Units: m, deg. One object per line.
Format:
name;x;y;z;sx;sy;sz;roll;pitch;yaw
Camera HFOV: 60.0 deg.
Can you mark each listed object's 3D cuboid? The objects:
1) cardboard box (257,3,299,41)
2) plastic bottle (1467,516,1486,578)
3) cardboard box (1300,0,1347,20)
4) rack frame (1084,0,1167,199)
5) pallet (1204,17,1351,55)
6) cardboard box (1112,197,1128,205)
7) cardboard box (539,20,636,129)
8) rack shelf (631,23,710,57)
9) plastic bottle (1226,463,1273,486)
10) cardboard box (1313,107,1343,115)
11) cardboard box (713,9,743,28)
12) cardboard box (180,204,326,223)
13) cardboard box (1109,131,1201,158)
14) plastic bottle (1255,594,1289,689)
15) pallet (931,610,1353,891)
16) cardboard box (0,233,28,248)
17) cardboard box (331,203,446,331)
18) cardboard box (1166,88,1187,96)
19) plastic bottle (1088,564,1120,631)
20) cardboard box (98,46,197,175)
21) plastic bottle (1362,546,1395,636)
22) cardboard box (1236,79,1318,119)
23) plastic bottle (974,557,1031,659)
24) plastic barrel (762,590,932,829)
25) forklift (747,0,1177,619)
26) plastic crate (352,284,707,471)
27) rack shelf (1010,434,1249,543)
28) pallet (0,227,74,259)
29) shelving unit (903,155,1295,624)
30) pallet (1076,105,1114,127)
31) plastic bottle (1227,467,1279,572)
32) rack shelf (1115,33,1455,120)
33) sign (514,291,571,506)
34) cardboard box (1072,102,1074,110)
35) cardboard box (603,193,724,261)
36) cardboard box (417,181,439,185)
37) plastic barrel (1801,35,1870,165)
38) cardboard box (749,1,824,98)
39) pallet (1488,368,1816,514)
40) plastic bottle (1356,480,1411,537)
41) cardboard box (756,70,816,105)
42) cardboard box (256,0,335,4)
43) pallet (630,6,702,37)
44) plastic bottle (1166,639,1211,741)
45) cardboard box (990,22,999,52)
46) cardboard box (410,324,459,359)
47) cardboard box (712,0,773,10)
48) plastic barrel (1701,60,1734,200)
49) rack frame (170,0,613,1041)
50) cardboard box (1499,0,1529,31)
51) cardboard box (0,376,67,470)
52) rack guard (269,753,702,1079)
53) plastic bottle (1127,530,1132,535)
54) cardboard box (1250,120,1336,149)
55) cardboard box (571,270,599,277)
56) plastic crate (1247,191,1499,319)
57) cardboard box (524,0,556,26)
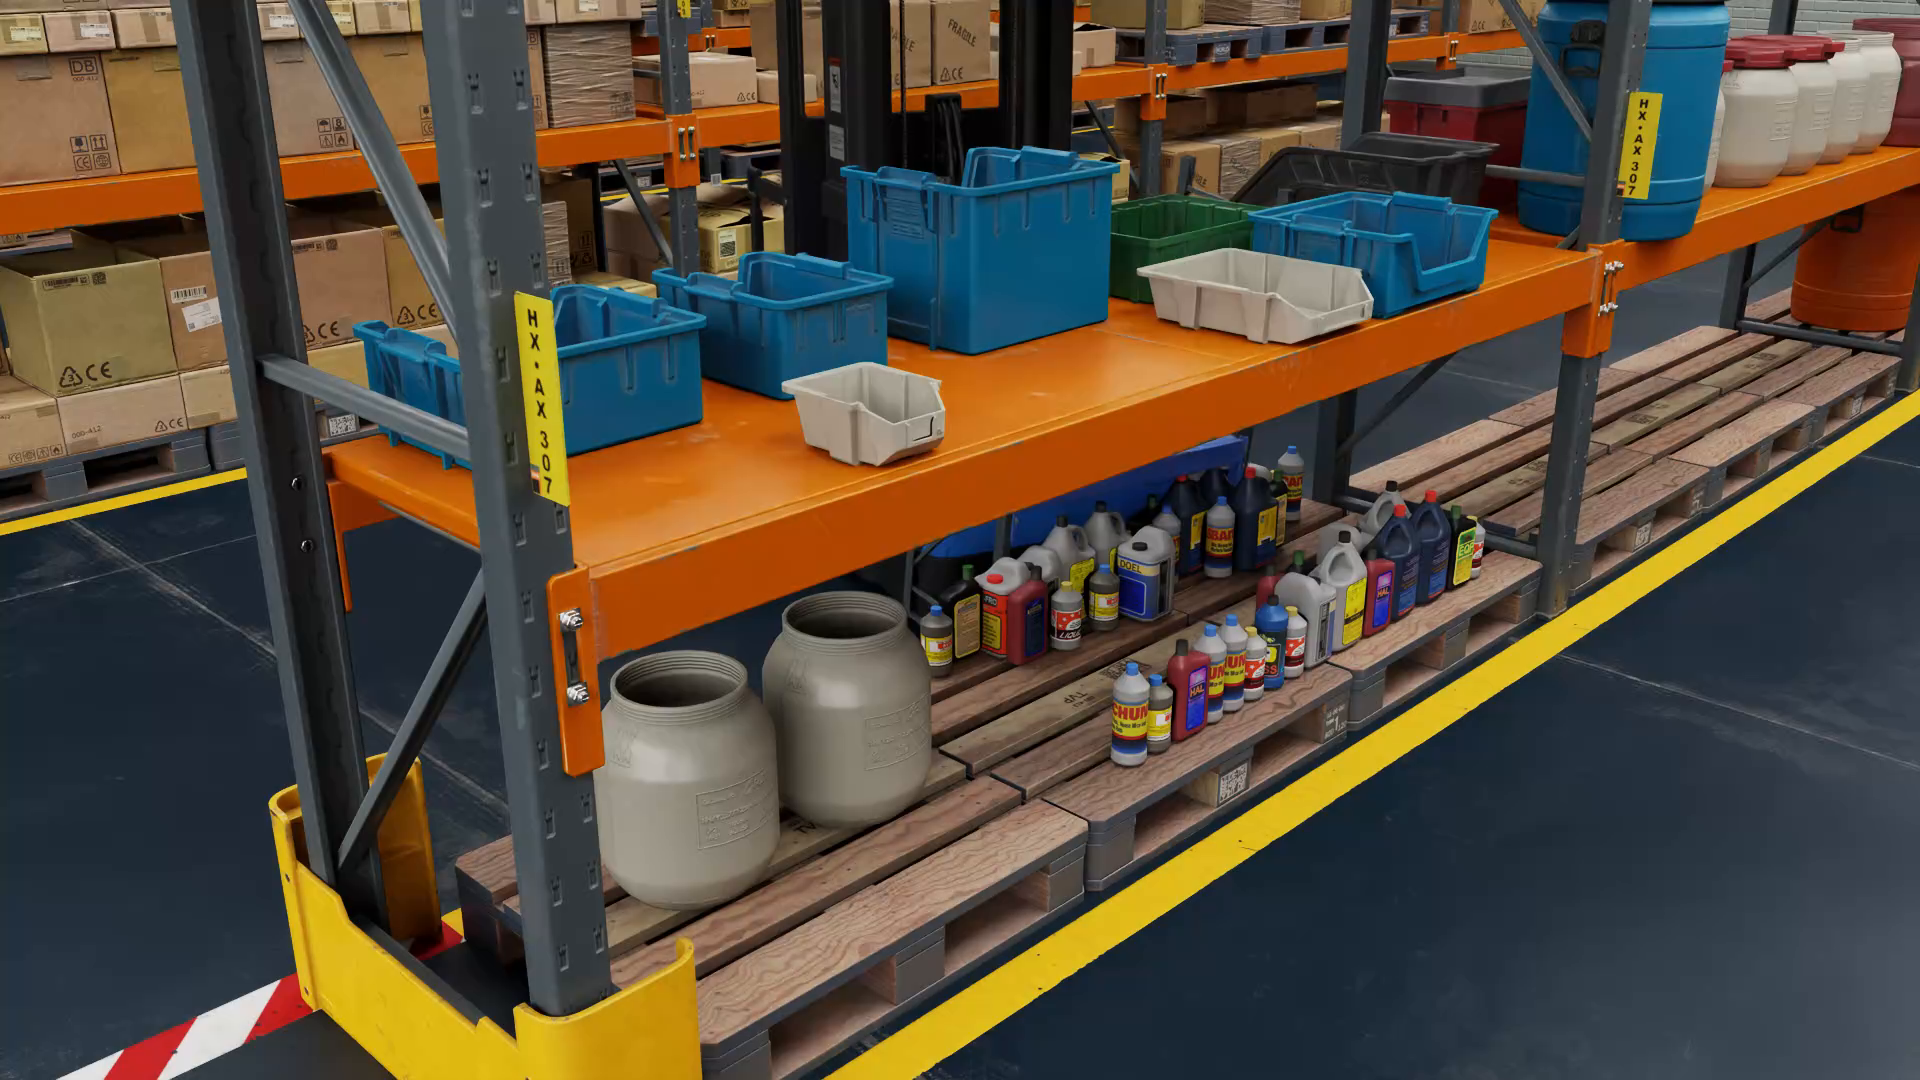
cardboard box;-3.082;-2.258;7.225;0.380;0.149;0.250;20;28;41
plastic bottle;1.724;0.018;5.634;0.097;0.201;0.097;0;21;0
cardboard box;2.600;-4.324;12.920;0.700;0.500;0.500;12;24;27
rack frame;0.998;-3.523;11.560;1.000;3.000;0.127;19;28;41
pallet;2.351;-3.935;12.898;1.003;0.211;1.213;19;28;41
cardboard box;0.805;-2.239;11.467;0.500;0.250;0.500;-19;28;-41
cardboard box;-2.098;-2.426;8.566;0.700;0.500;0.500;18;28;39
rack shelf;-3.949;-3.912;13.574;1.077;0.370;4.000;19;28;41
plastic bottle;1.011;-0.126;5.905;0.135;0.276;0.152;-19;28;-40
cardboard box;2.912;-3.387;14.076;0.500;0.500;0.500;-20;28;-41
cardboard box;-2.159;-4.681;14.894;0.380;0.149;0.250;19;28;40
cardboard box;-3.385;-1.331;8.057;0.500;0.500;0.500;19;28;41
cardboard box;1.482;-2.861;12.708;0.500;0.500;0.500;-19;28;-40
plastic bottle;0.902;0.288;4.833;0.097;0.271;0.097;0;21;0
pallet;0.404;0.525;4.915;1.003;0.211;1.213;19;28;41
cardboard box;-6.643;-2.222;11.046;0.700;0.500;0.500;17;27;37
cardboard box;-2.663;-1.328;8.052;0.500;0.500;0.500;19;28;41
cardboard box;2.261;-5.514;19.638;0.700;0.500;0.500;19;28;40
plastic bottle;0.452;0.175;5.226;0.097;0.201;0.097;0;21;0
cardboard box;-3.535;-1.893;7.178;0.700;0.500;0.500;19;28;41
plastic bottle;1.293;0.148;5.182;0.133;0.283;0.061;-18;27;-39
cardboard box;2.578;-3.620;13.636;0.500;0.250;0.500;19;28;41
plastic bottle;0.126;0.200;5.056;0.152;0.276;0.135;20;28;41
plastic barrel;-0.283;0.422;4.178;0.421;0.512;0.421;0;21;0
forklift;-0.261;-1.572;6.578;1.130;2.935;3.031;-9;23;-23
plastic crate;-0.902;-0.360;3.538;0.499;0.251;0.616;19;28;41
rack shelf;0.418;-0.272;5.568;1.000;0.185;0.538;-13;31;-34
pallet;-6.639;-1.936;11.316;1.003;0.211;1.213;19;28;41
shelving unit;0.433;-0.433;5.490;1.048;1.500;0.538;-13;31;-34
pallet;1.674;-4.980;19.236;1.003;0.211;1.213;19;28;41
plastic bottle;0.997;-0.083;5.690;0.144;0.351;0.185;19;28;41
rack shelf;2.393;-3.701;13.026;1.077;0.370;4.000;19;28;41
sign;-0.646;-0.216;2.571;0.100;0.325;0.005;19;28;41
cardboard box;0.831;-4.986;18.265;0.700;0.500;0.500;20;29;41
cardboard box;-1.716;-1.845;9.660;0.500;0.311;0.500;19;28;41
cardboard box;-4.518;-3.111;13.359;0.700;0.500;0.500;19;28;40
plastic barrel;3.686;-1.908;7.203;0.421;0.512;0.421;0;21;0
cardboard box;-0.878;-2.870;9.722;0.500;0.500;0.500;-18;27;-38
pallet;3.125;-0.479;7.527;1.003;0.211;1.213;19;28;41
plastic bottle;1.408;-0.021;5.529;0.144;0.351;0.185;19;28;41
cardboard box;-1.028;-2.554;9.389;0.380;0.149;0.250;19;28;41
cardboard box;-3.148;-2.644;7.326;0.700;0.500;0.500;19;28;41
pallet;-2.975;-4.463;14.271;1.213;0.211;1.003;19;28;41
plastic bottle;0.622;0.395;4.539;0.133;0.283;0.061;-20;28;-41
cardboard box;0.235;-3.300;11.104;0.500;0.311;0.500;19;28;40
cardboard box;-2.654;-0.975;8.178;0.500;0.250;0.500;19;28;41
cardboard box;-2.032;-5.018;14.866;0.500;0.500;0.500;-19;28;-40
plastic barrel;2.578;-1.509;6.129;0.433;0.535;0.433;0;21;0
rack frame;-1.037;-0.226;2.982;1.000;3.000;0.127;19;28;41
cardboard box;4.694;-4.793;14.725;0.500;0.500;0.500;-20;28;-41
cardboard box;-4.050;-0.461;6.841;0.500;0.250;0.500;19;28;41
rack guard;-1.017;0.909;3.512;1.175;0.500;0.348;19;28;41
plastic bottle;0.547;0.066;5.510;0.097;0.201;0.097;0;21;0
cardboard box;2.595;-3.006;13.086;0.500;0.500;0.500;18;27;39
cardboard box;-2.333;-1.364;9.190;0.500;0.250;0.500;19;28;41
plastic crate;1.176;-0.832;4.766;0.499;0.251;0.616;19;28;41
cardboard box;-2.184;-2.590;8.088;0.380;0.149;0.250;18;28;39
